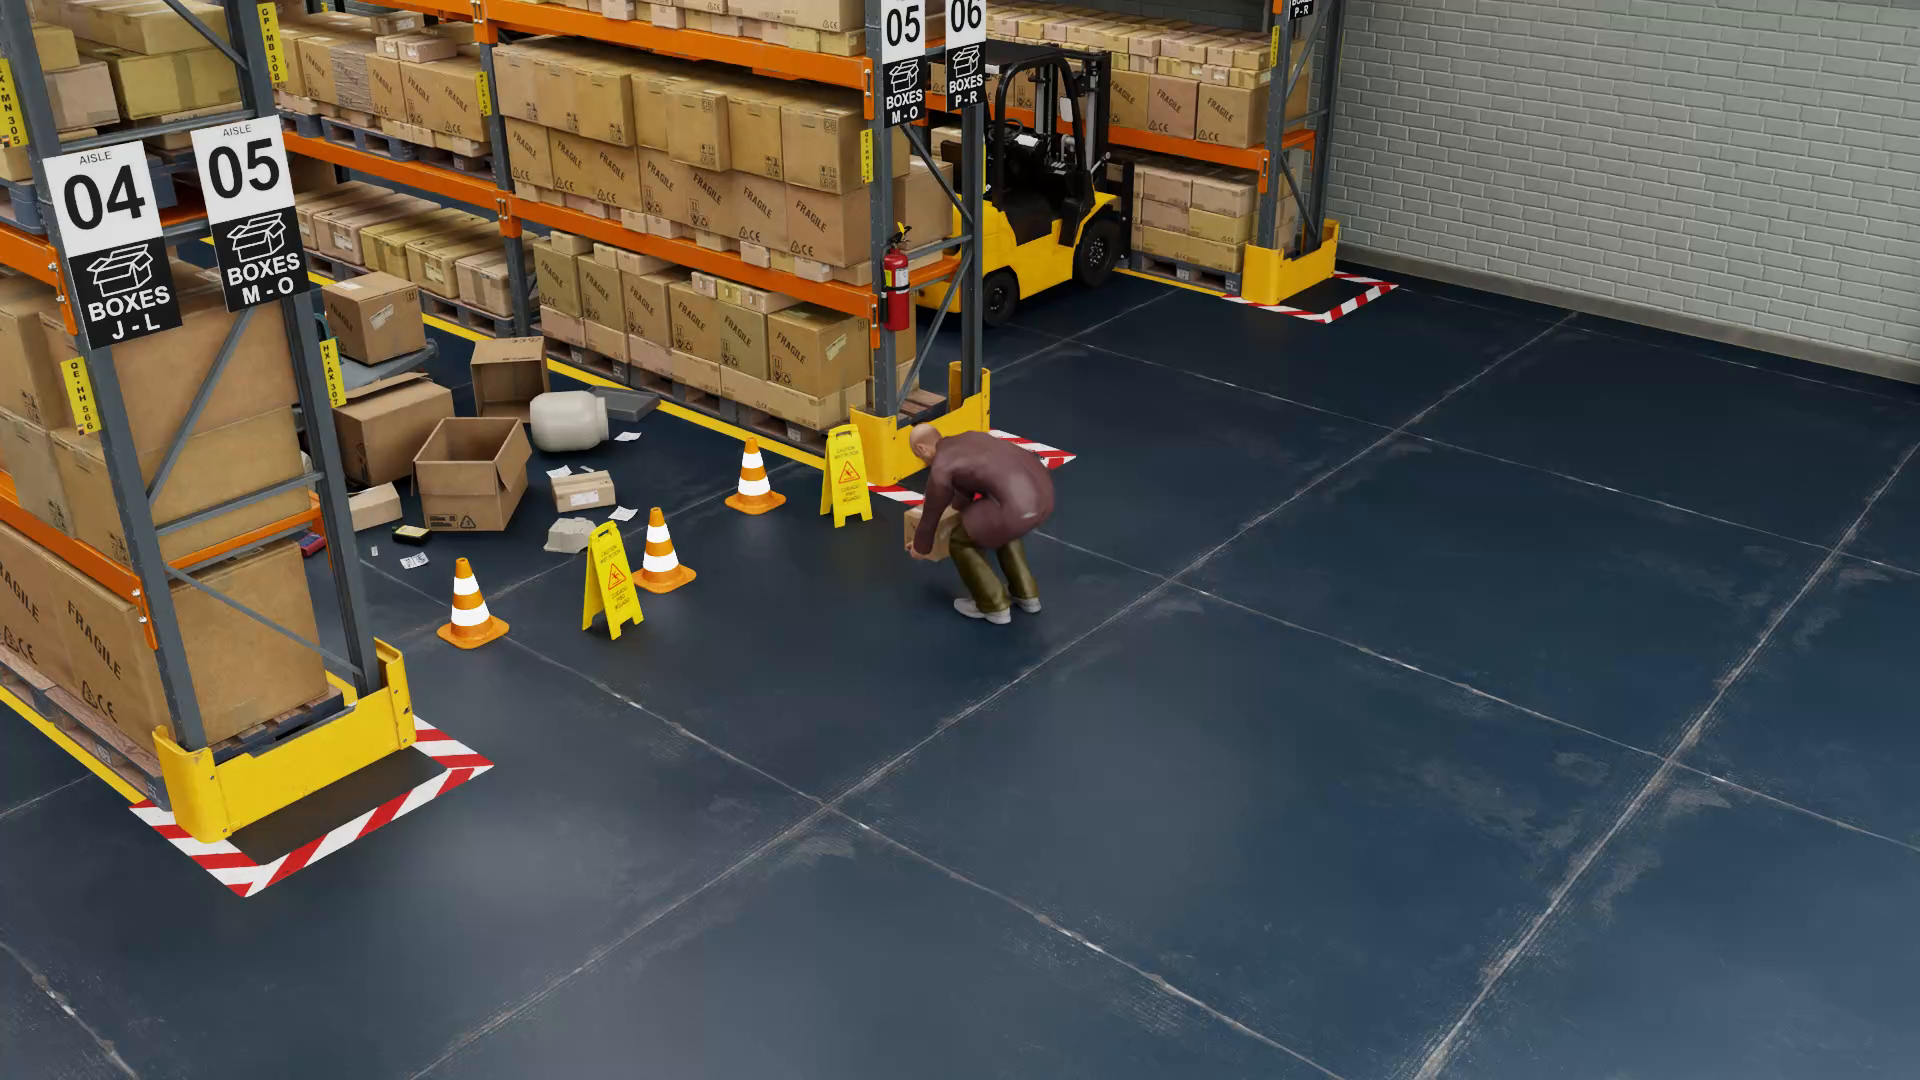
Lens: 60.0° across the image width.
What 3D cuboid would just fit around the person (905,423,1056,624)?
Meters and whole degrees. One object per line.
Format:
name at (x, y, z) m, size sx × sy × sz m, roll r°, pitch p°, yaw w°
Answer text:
person at (0.112, -0.102, 9.621) m, size 0.941 × 1.062 × 0.584 m, roll 19°, pitch 32°, yaw 32°
